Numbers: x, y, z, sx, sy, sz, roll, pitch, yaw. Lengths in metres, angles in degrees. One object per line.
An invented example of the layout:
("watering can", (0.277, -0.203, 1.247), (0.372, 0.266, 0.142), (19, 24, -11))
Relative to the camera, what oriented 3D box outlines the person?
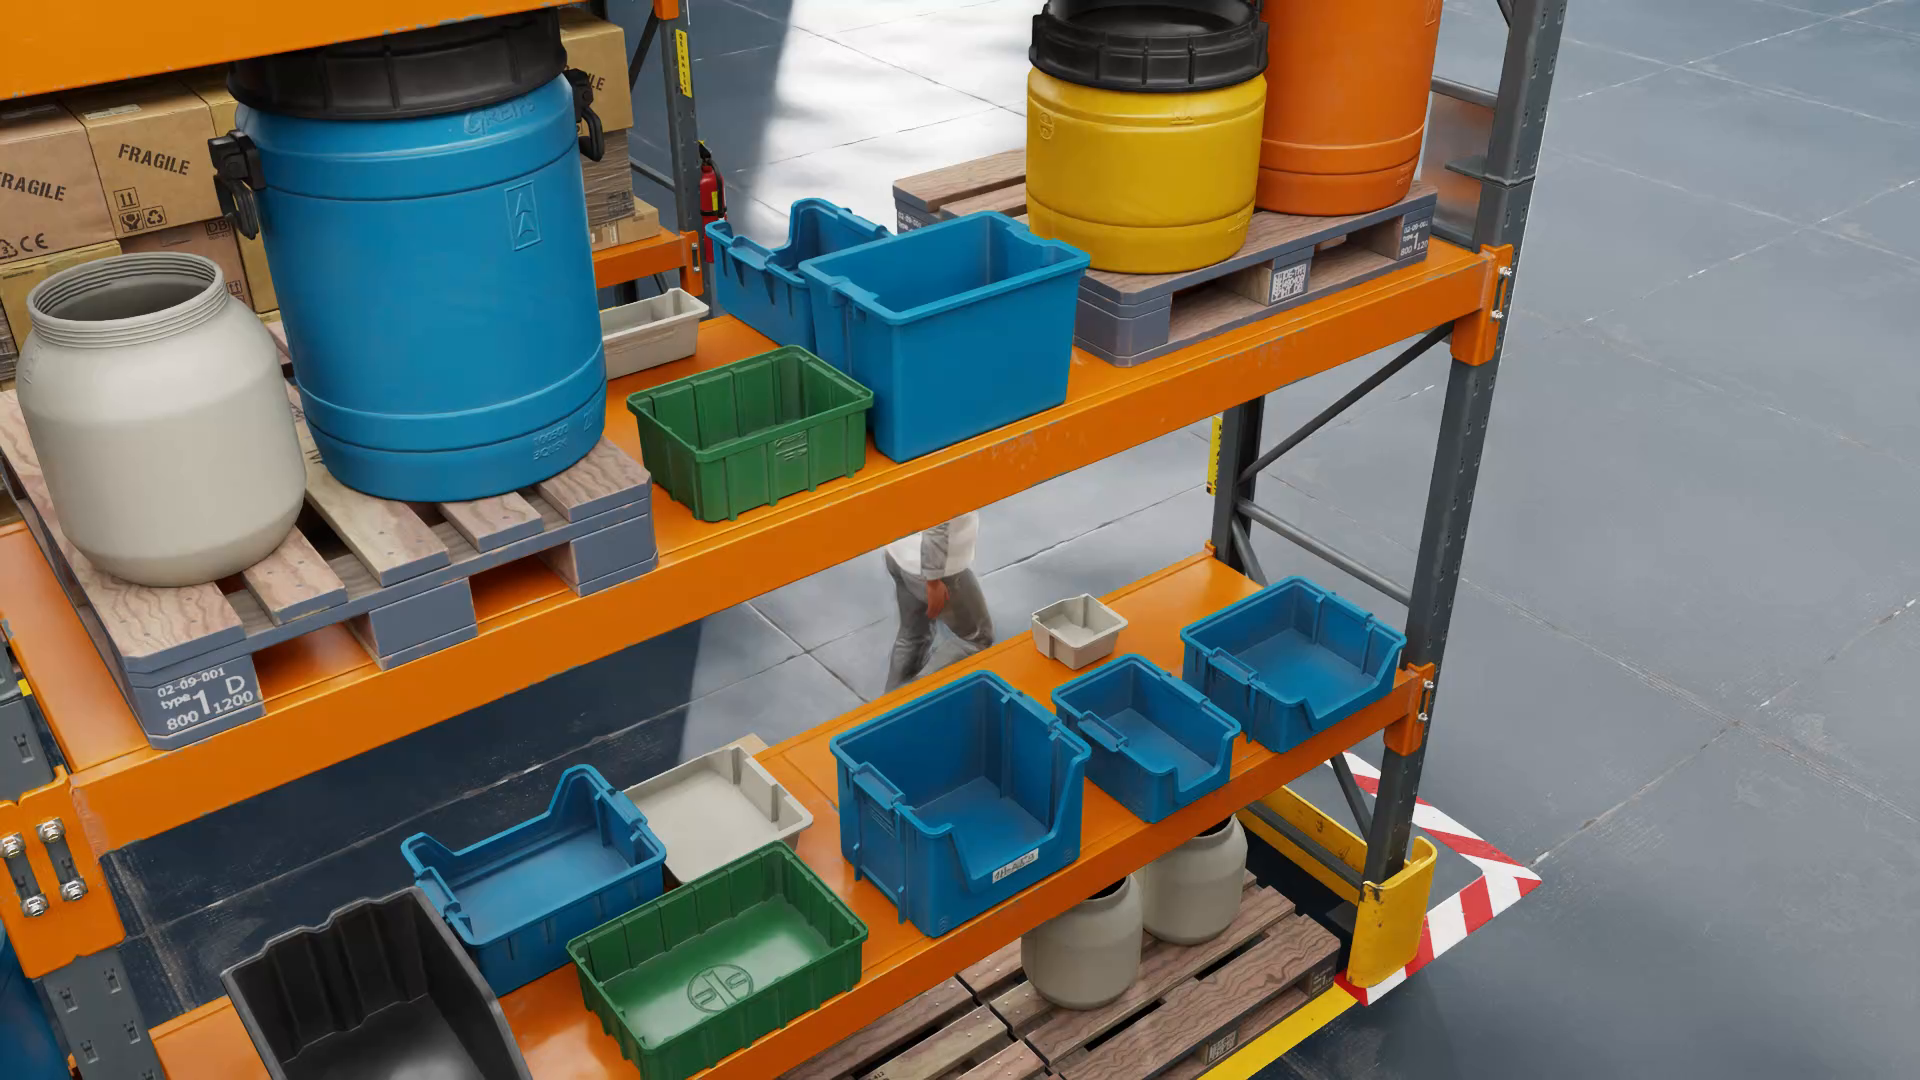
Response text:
("person", (-0.128, 0.053, 6.999), (0.474, 1.761, 0.568), (-13, 34, -20))
